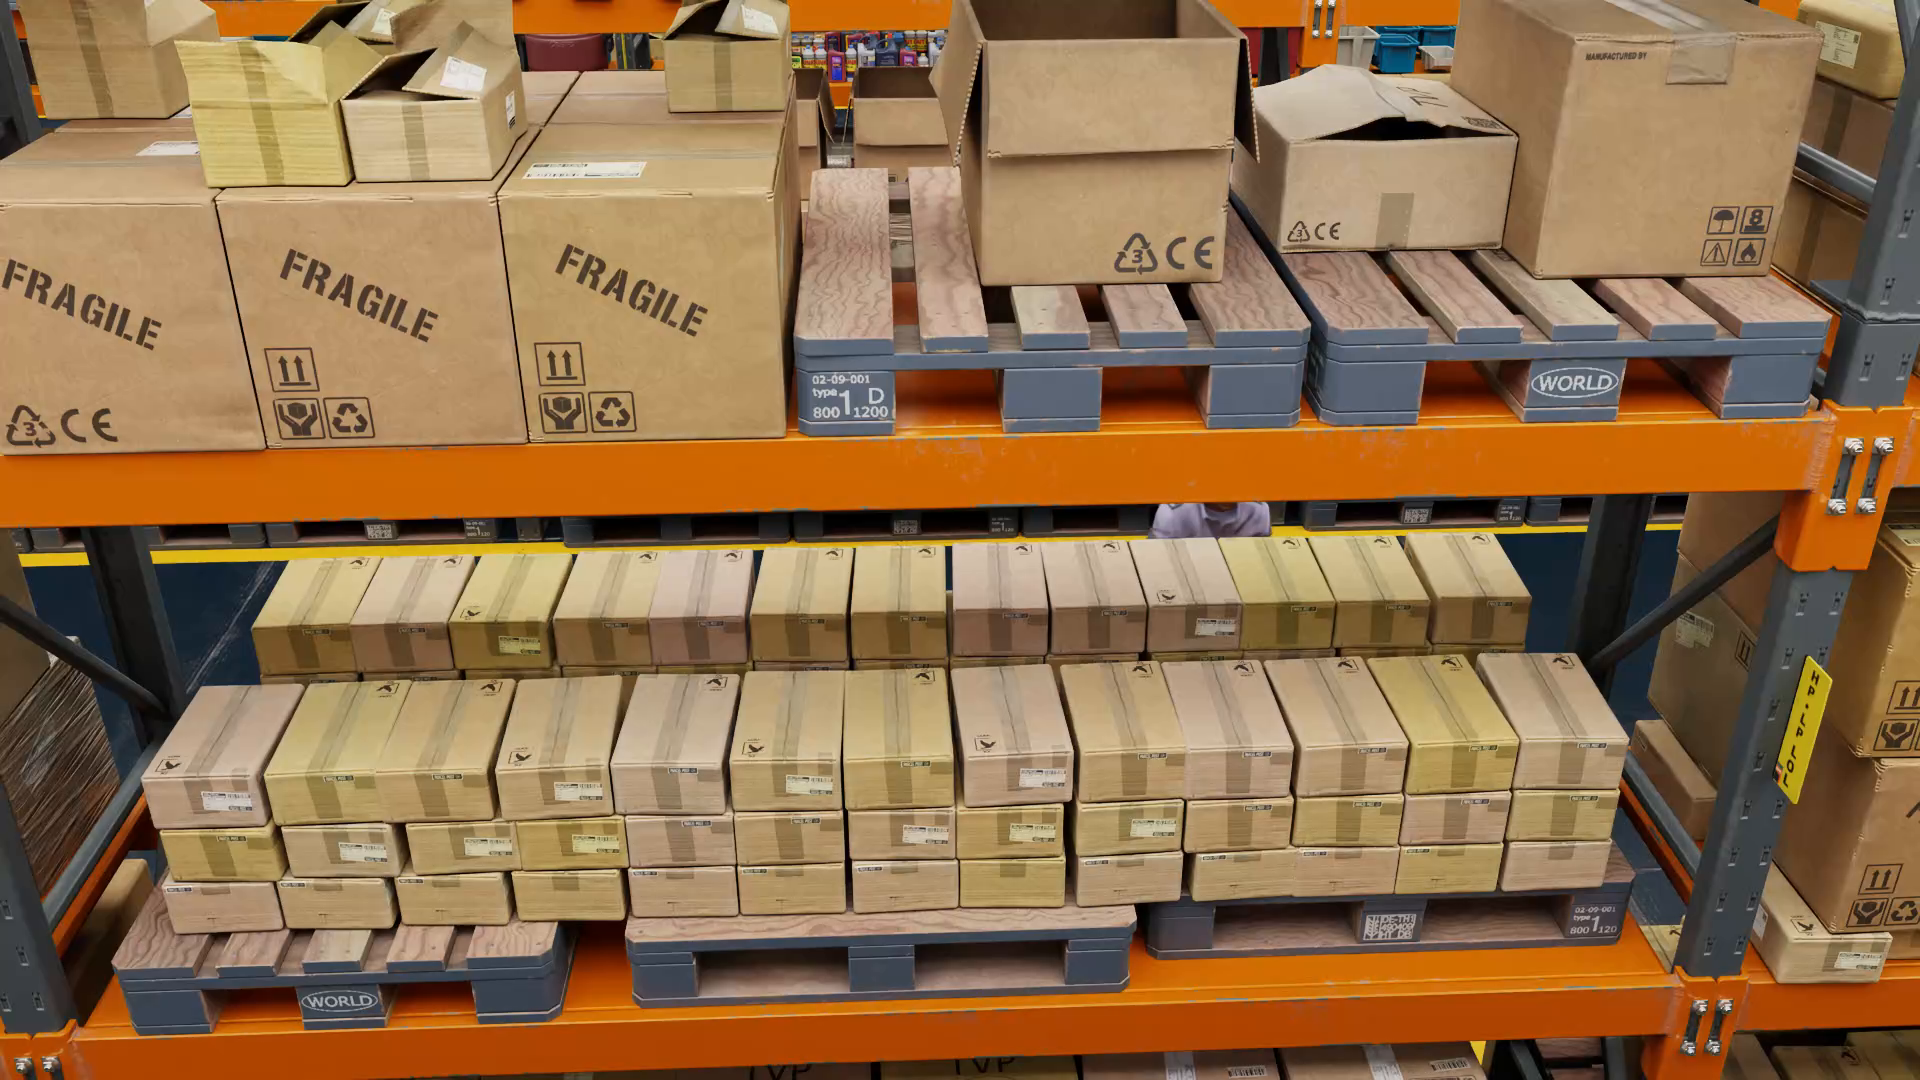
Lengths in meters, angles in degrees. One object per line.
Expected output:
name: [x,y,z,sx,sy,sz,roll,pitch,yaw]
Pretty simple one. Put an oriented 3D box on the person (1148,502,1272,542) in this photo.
person: [0.931,0.348,6.467,0.557,1.651,0.375,-3,28,-6]
